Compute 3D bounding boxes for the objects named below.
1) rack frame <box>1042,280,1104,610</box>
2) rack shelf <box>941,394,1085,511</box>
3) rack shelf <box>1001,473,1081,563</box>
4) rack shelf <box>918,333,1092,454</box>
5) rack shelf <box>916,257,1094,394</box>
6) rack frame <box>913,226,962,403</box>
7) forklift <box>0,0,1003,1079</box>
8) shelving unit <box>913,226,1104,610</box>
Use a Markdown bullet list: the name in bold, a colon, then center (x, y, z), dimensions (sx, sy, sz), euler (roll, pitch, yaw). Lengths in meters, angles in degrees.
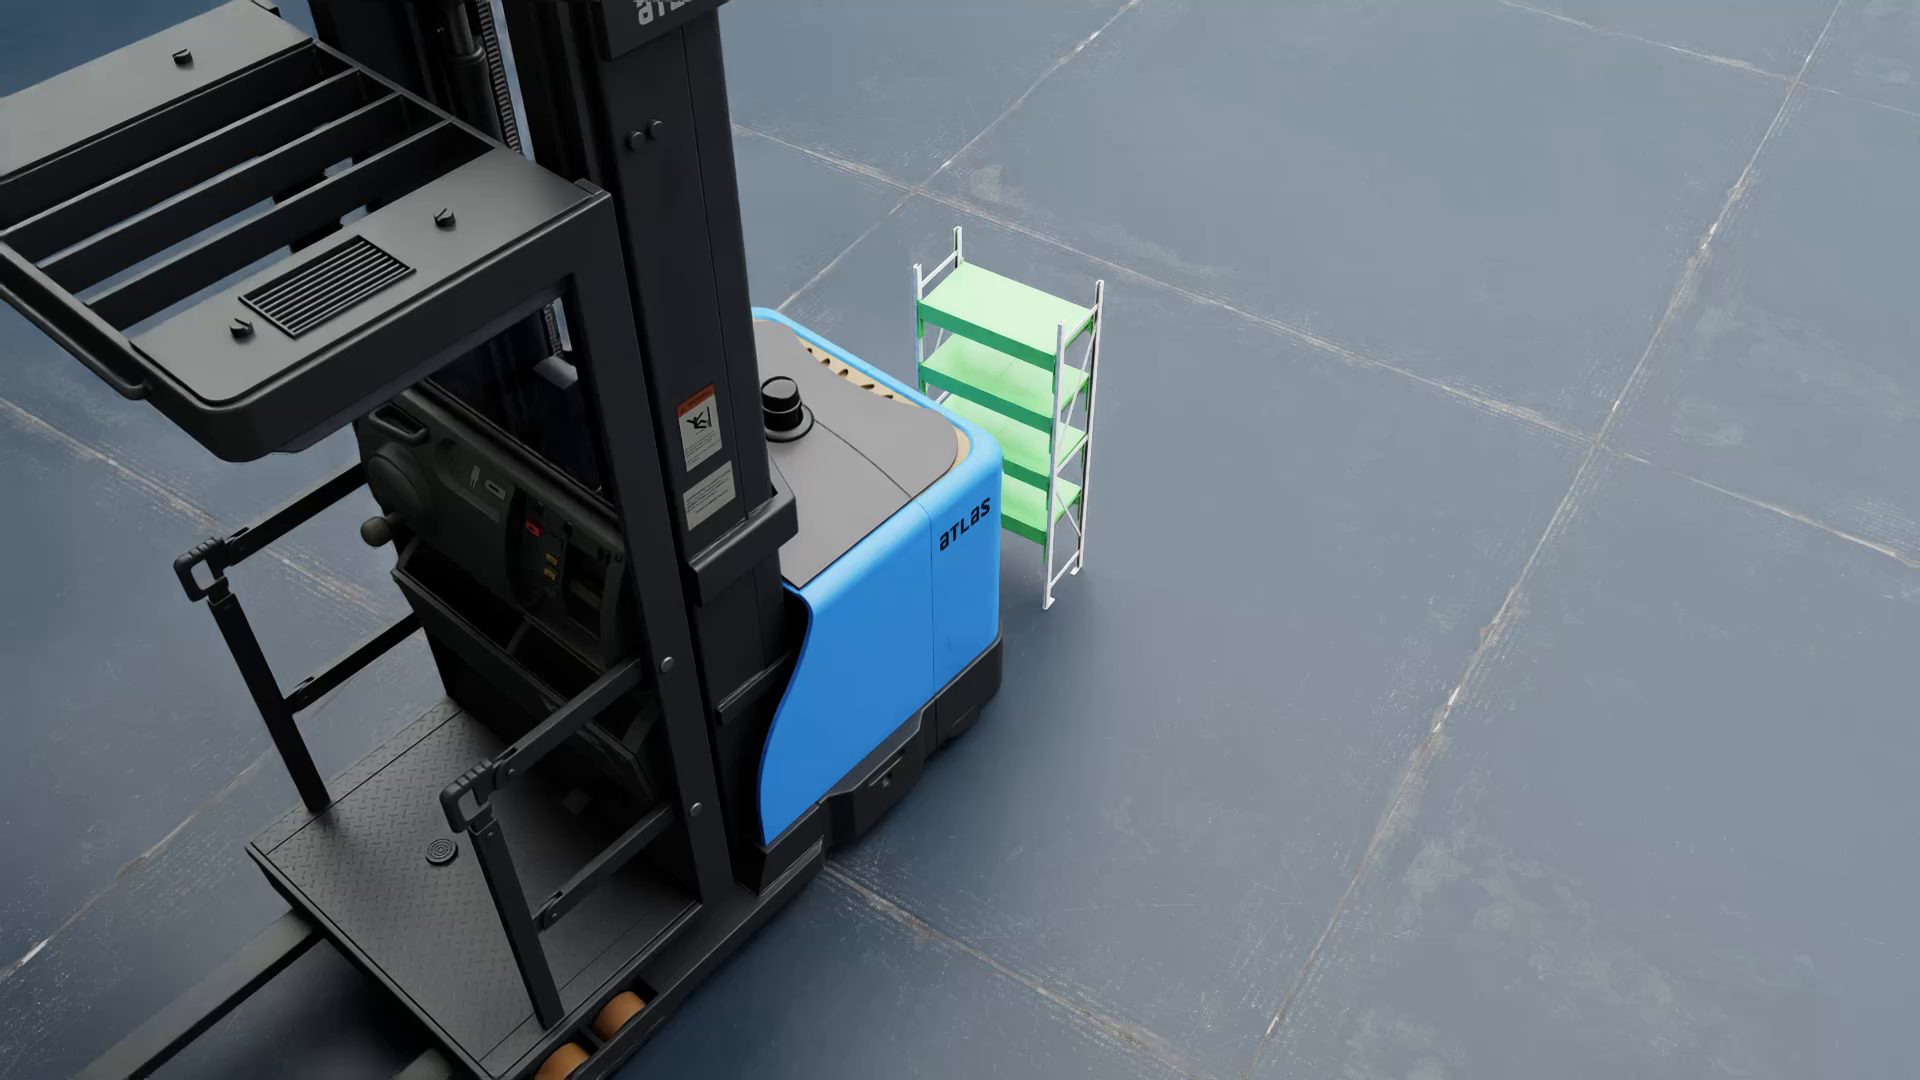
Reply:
- **rack frame**: center (0.345, -0.260, 5.166), dimensions (0.015, 1.200, 0.240), euler (25, 51, 22)
- **rack shelf**: center (0.139, -0.310, 5.303), dimensions (0.480, 0.148, 0.258), euler (25, 51, 22)
- **rack shelf**: center (0.139, -0.142, 5.475), dimensions (0.480, 0.148, 0.258), euler (25, 51, 22)
- **rack shelf**: center (0.139, -0.477, 5.131), dimensions (0.480, 0.148, 0.258), euler (25, 51, 22)
- **rack shelf**: center (0.139, -0.644, 4.959), dimensions (0.480, 0.148, 0.258), euler (25, 51, 22)
- **rack frame**: center (-0.066, -0.449, 5.349), dimensions (0.015, 1.200, 0.240), euler (25, 51, 22)
- **forklift**: center (-1.210, 0.035, 3.673), dimensions (1.130, 2.935, 3.031), euler (32, 54, 27)
- **shelving unit**: center (0.139, -0.354, 5.257), dimensions (0.503, 1.200, 0.258), euler (25, 51, 22)
